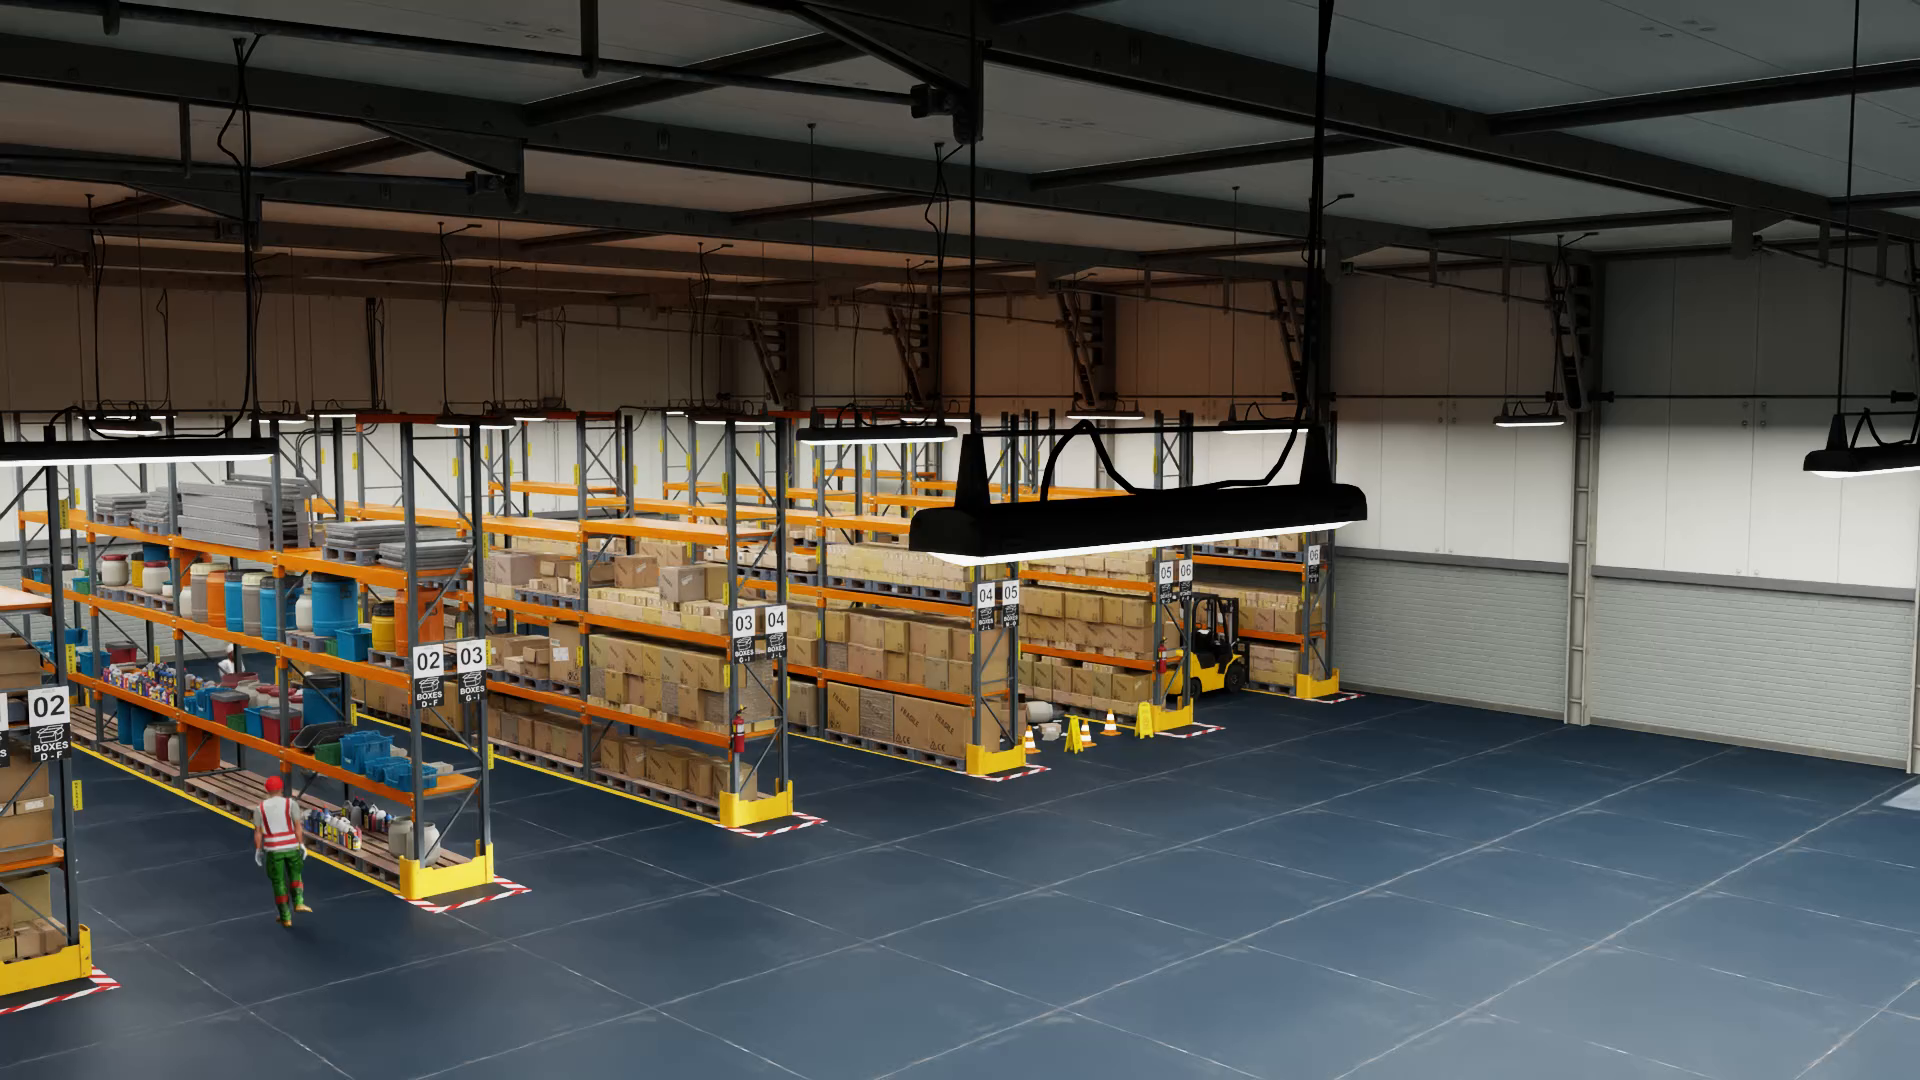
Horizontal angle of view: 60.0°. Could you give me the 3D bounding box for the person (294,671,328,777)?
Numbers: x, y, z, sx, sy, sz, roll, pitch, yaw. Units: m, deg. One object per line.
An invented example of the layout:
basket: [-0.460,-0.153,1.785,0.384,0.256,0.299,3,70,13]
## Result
person: [-10.738,3.064,27.504,0.598,1.771,0.962,-1,5,-13]

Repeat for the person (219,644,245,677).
person: [-13.391,2.787,30.660,1.065,1.741,0.507,4,6,36]

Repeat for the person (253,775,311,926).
person: [-8.118,3.710,19.900,0.578,1.780,0.534,-3,6,-35]
